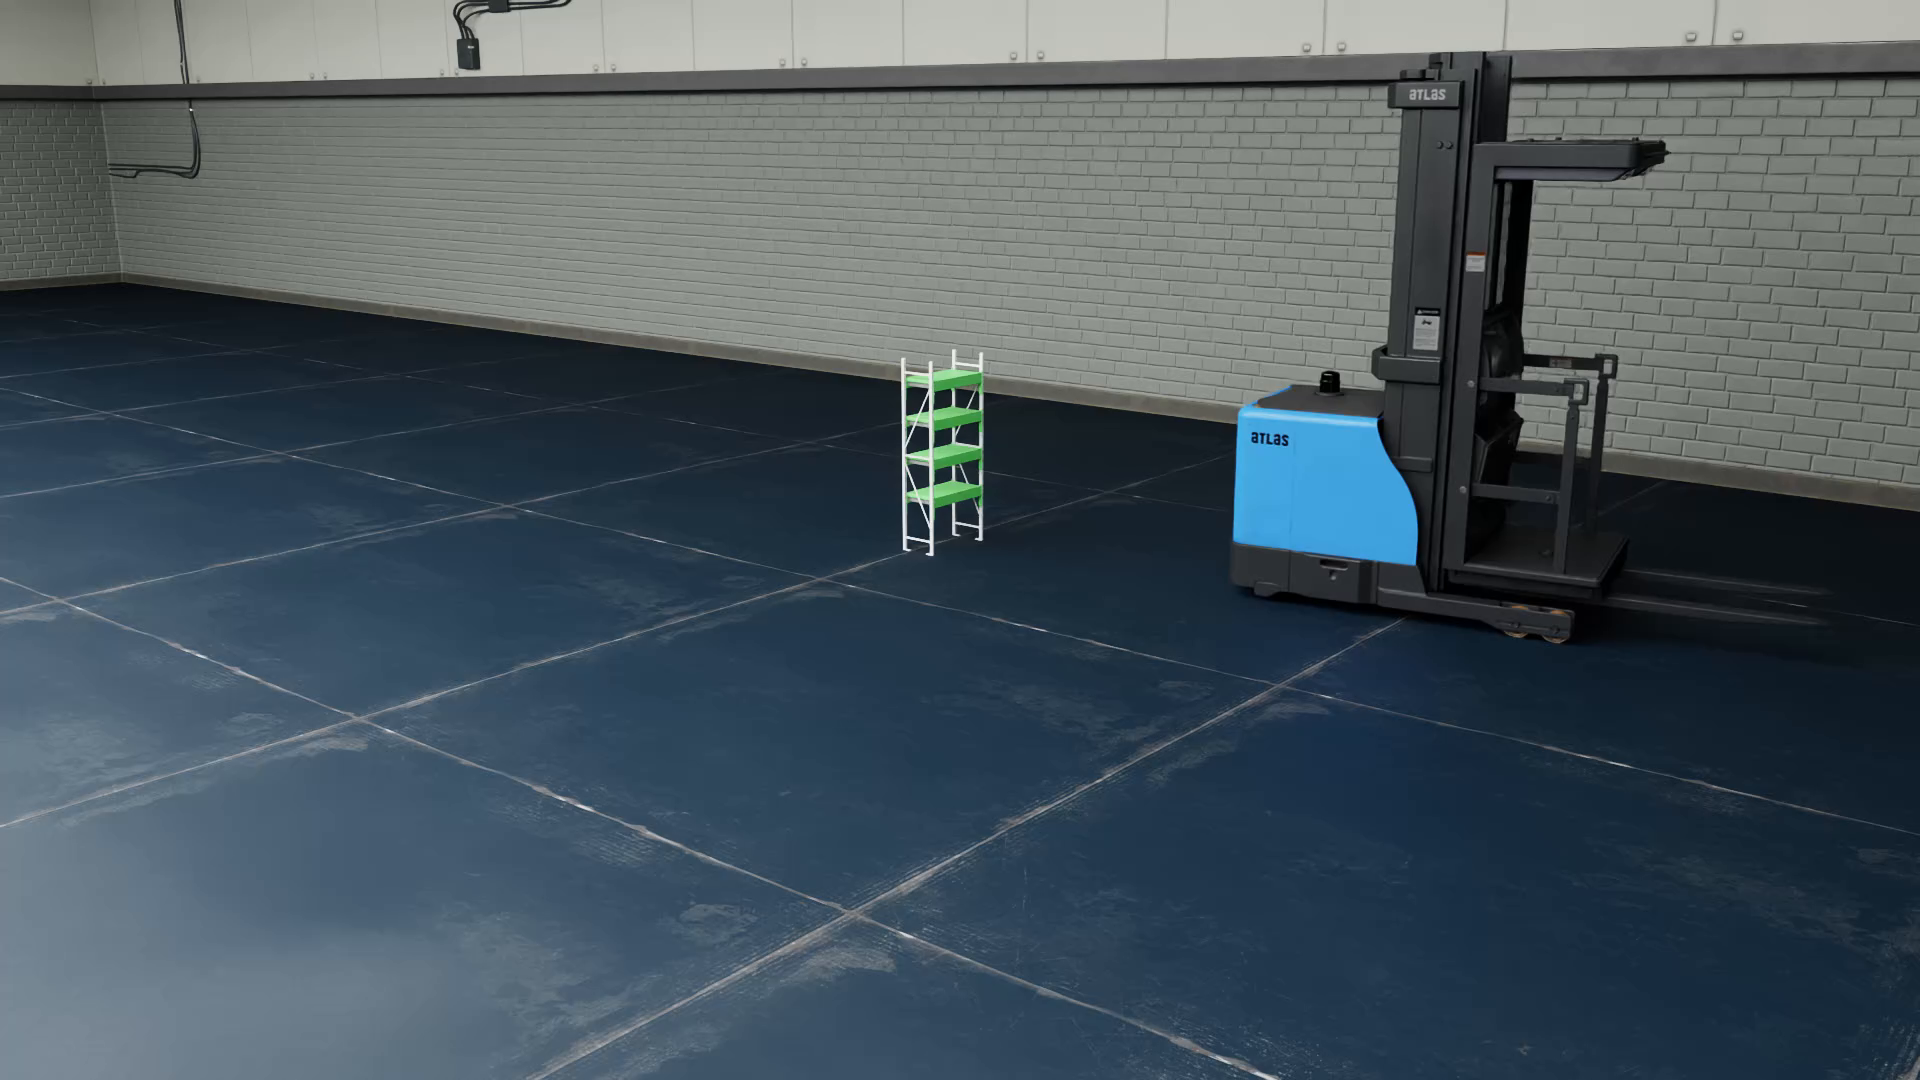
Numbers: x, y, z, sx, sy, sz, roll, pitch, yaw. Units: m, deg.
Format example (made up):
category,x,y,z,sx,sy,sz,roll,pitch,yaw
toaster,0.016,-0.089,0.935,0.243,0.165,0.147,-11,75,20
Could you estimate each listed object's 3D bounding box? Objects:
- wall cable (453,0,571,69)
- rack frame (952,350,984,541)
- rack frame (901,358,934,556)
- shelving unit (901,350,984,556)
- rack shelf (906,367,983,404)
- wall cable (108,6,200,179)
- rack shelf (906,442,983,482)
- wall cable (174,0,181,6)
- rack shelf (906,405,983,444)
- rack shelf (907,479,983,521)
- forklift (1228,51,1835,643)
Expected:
category,x,y,z,sx,sy,sz,roll,pitch,yaw
wall cable,-5.260,-8.543,19.070,2.305,6.003,0.169,11,18,38
rack frame,0.049,-0.597,10.534,0.240,1.200,0.015,11,18,38
rack frame,-0.257,-0.503,10.166,0.240,1.200,0.015,11,18,38
shelving unit,-0.104,-0.550,10.350,0.258,1.200,0.503,11,18,38
rack shelf,-0.104,-0.953,10.248,0.258,0.148,0.480,11,18,38
wall cable,-12.634,-6.862,25.666,3.097,2.526,0.112,11,18,38
rack shelf,-0.104,-0.488,10.366,0.258,0.148,0.480,11,18,38
wall cable,-10.530,-8.892,23.396,3.097,2.526,0.112,11,18,38
rack shelf,-0.104,-0.721,10.307,0.258,0.148,0.480,11,18,38
rack shelf,-0.104,-0.255,10.425,0.258,0.148,0.480,11,18,38
forklift,3.062,-1.040,8.763,3.031,2.935,1.130,8,16,28
